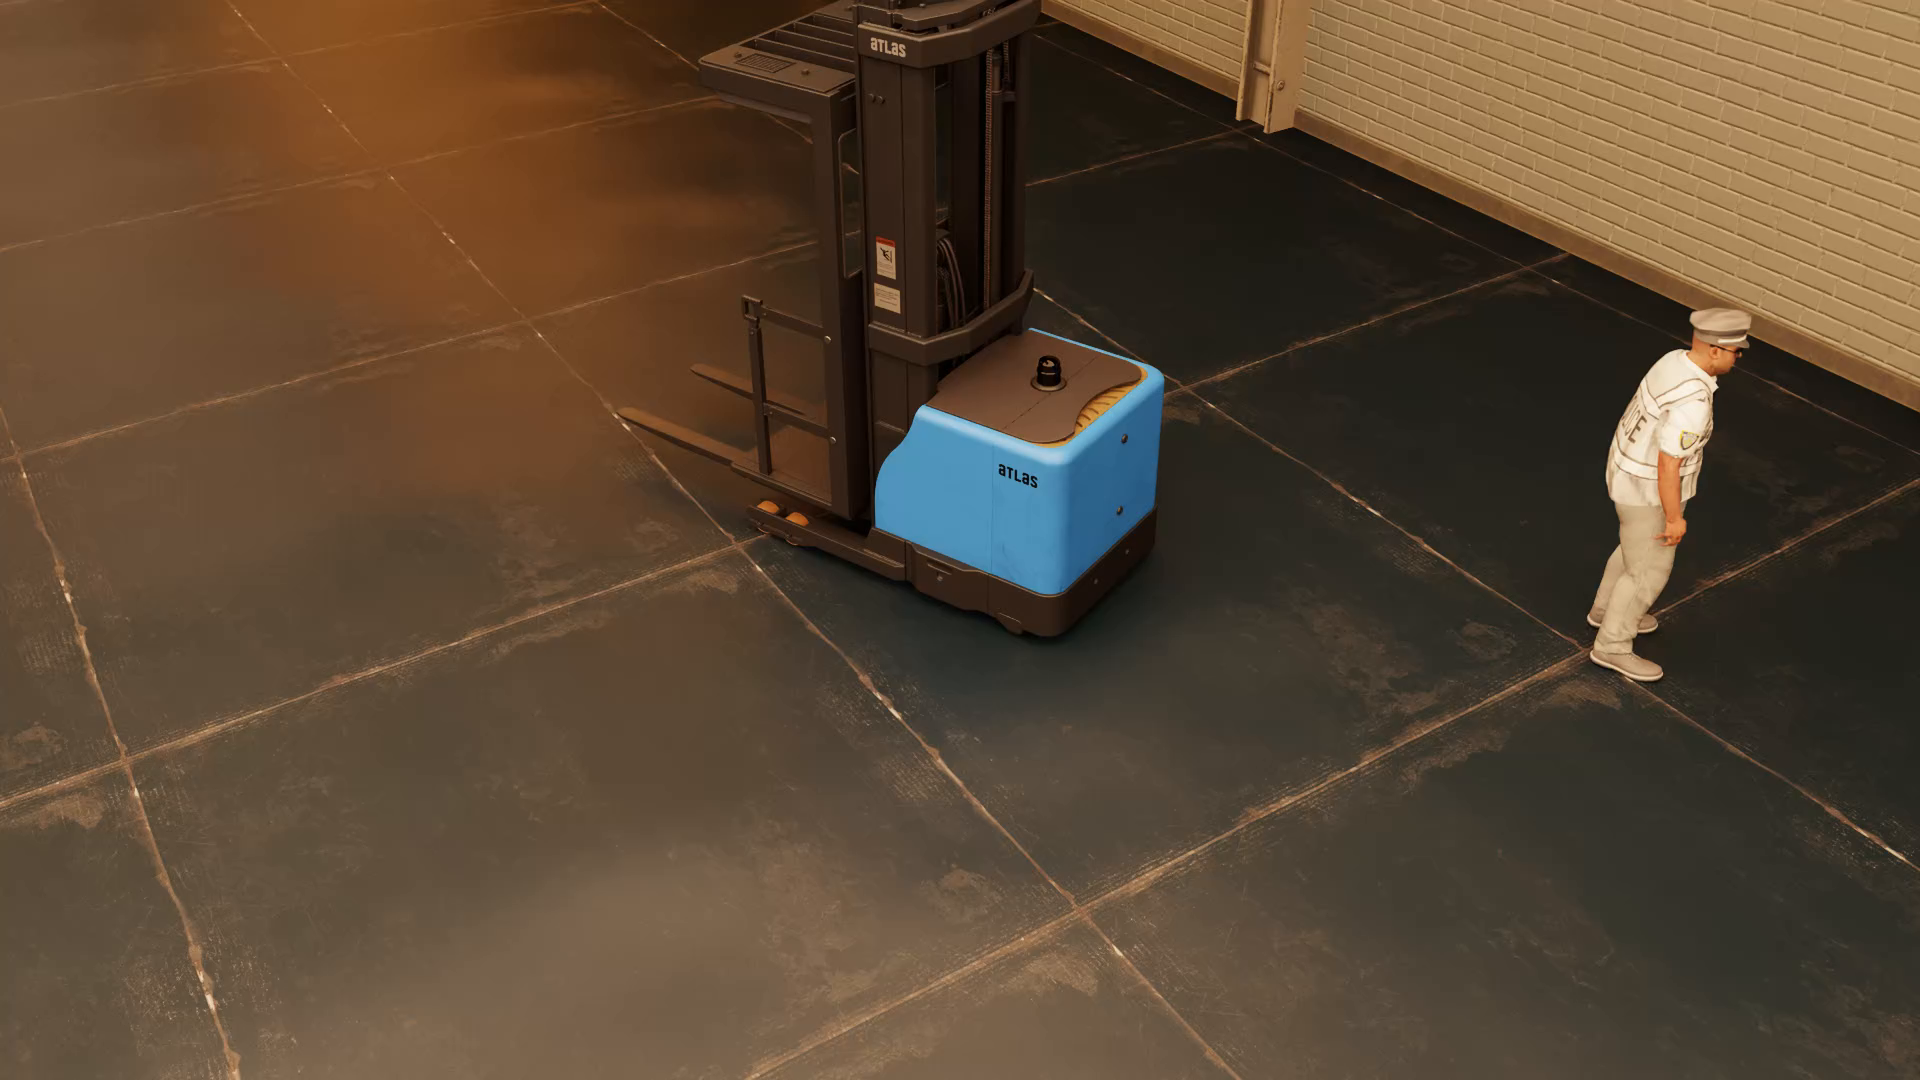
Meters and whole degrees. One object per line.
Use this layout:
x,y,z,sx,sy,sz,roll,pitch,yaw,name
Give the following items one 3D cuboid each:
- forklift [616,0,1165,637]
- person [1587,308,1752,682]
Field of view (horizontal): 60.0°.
-0.500,-1.399,8.138,3.031,2.935,1.130,22,41,28,forklift
3.140,-0.236,7.509,0.432,1.750,0.603,8,36,12,person
